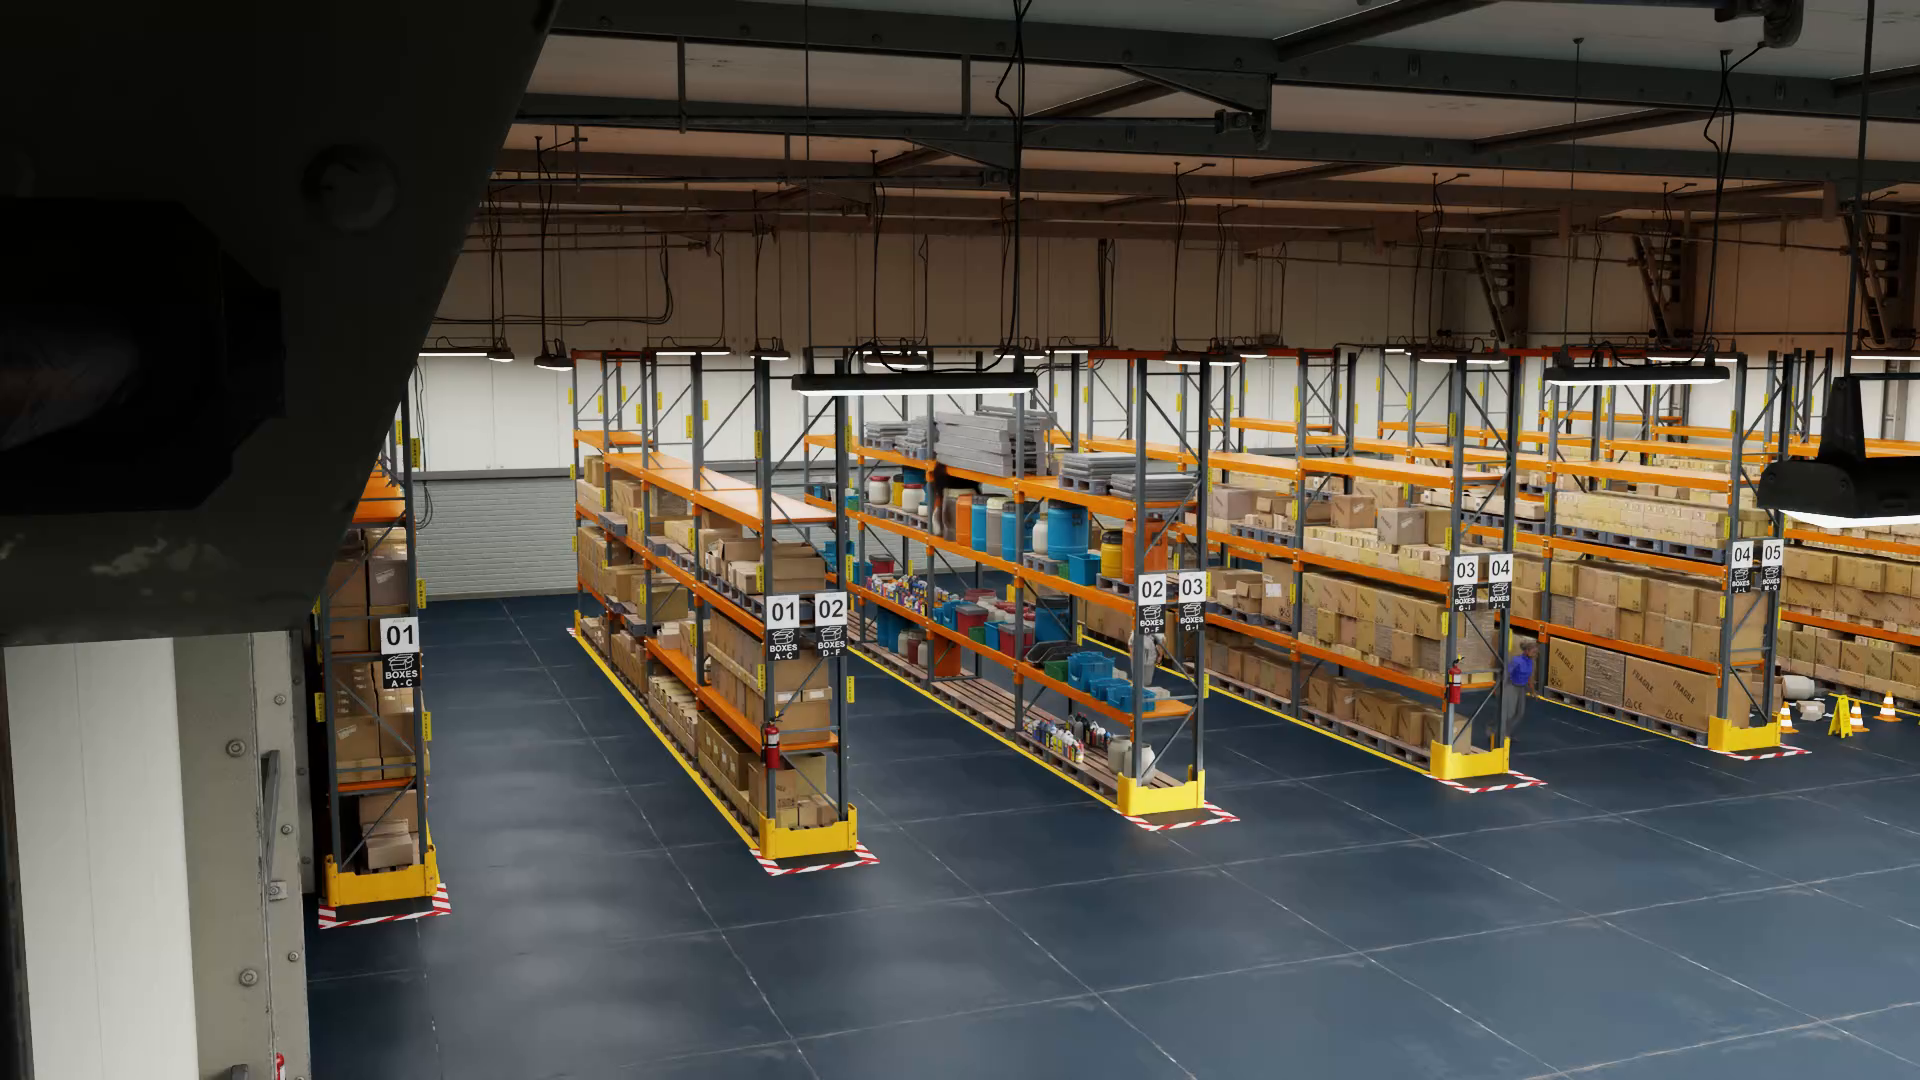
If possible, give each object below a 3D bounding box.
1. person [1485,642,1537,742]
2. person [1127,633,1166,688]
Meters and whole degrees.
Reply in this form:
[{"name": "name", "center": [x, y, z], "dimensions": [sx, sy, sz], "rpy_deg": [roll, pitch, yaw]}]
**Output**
[{"name": "person", "center": [8.571, 2.345, 25.795], "dimensions": [0.719, 1.572, 0.611], "rpy_deg": [-5, 9, -35]}, {"name": "person", "center": [3.147, 2.054, 28.211], "dimensions": [0.673, 1.575, 0.896], "rpy_deg": [-1, 7, -9]}]
